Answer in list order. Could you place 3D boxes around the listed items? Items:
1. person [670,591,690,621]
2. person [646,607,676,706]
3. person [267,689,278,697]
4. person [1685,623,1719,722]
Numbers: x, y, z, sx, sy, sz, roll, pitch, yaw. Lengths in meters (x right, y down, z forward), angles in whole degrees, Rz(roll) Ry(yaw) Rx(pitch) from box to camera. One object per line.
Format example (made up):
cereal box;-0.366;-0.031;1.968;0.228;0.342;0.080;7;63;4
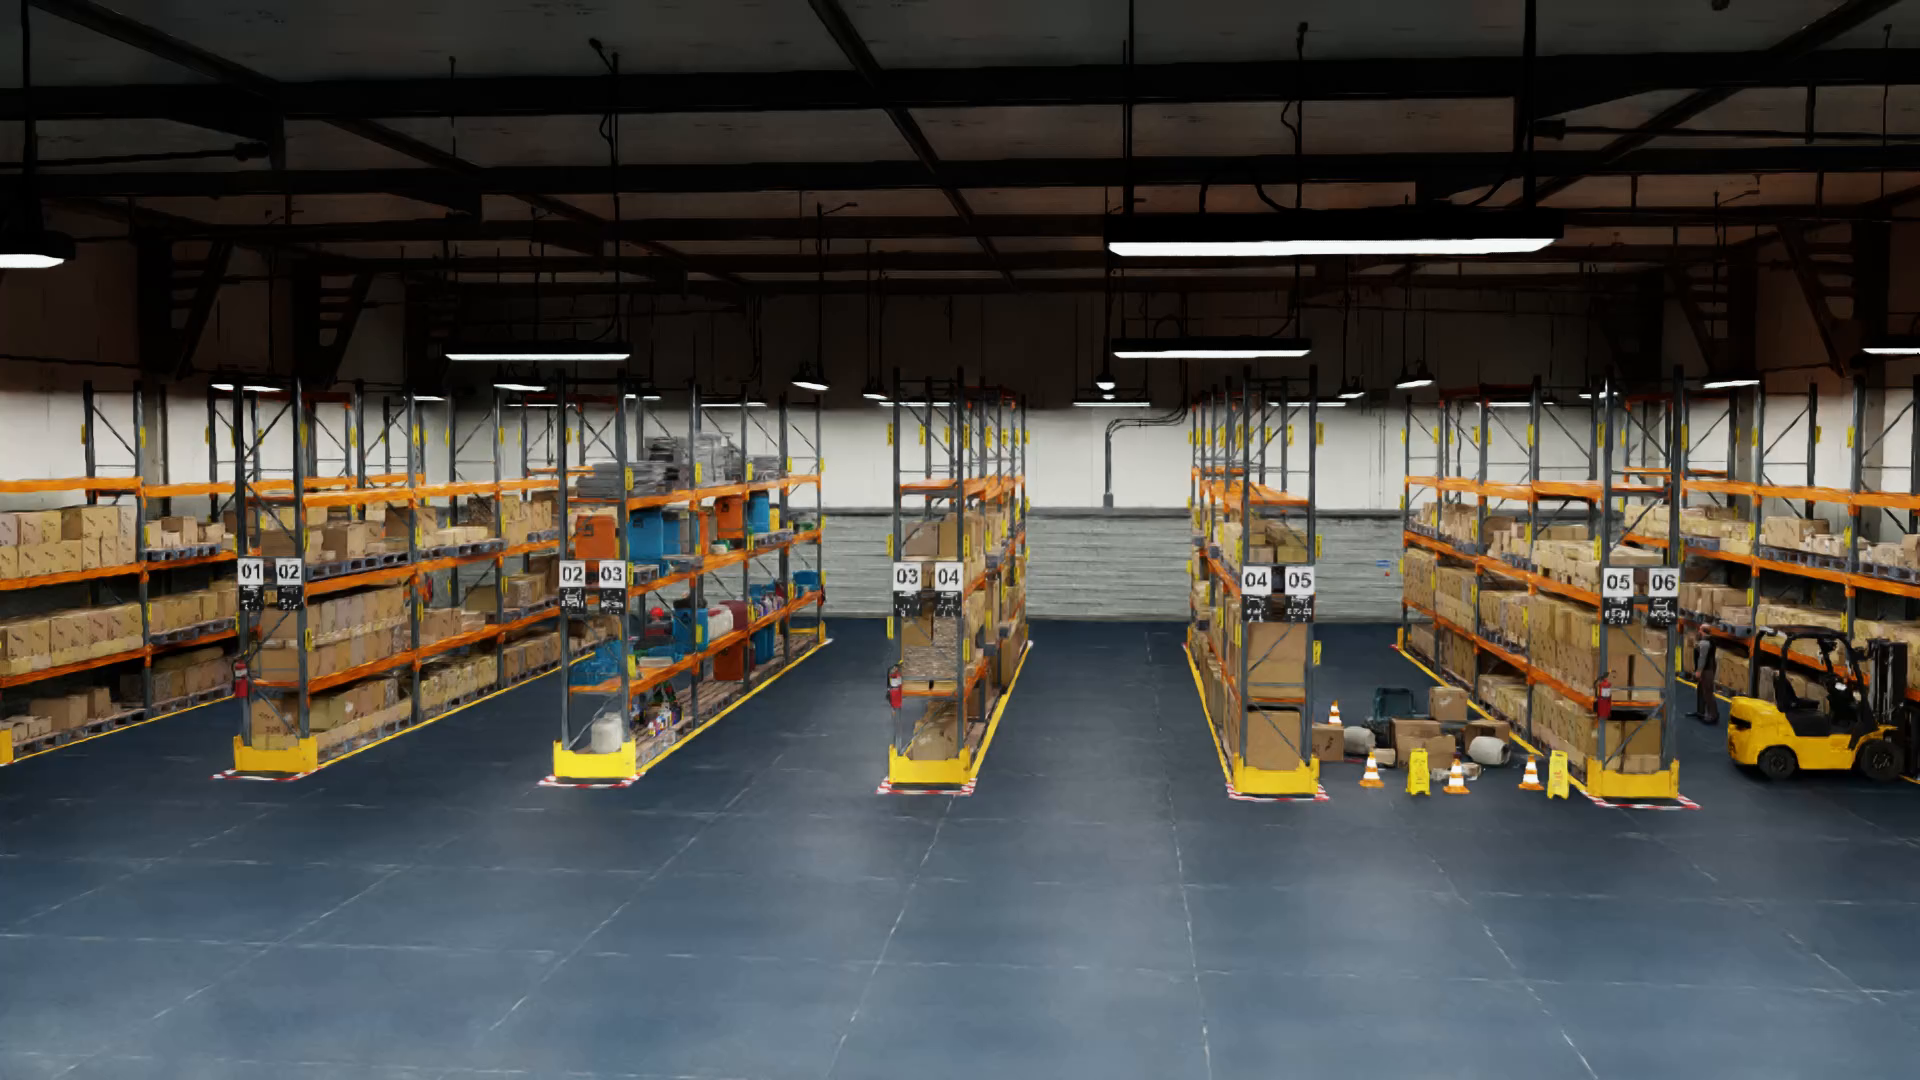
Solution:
person;-5.815;1.938;35.467;0.729;1.733;0.546;0;4;4
person;-5.330;2.076;29.592;0.546;1.783;0.643;-1;4;-11
person;-11.953;2.379;29.313;0.443;1.573;0.968;1;4;14
person;13.082;2.315;29.278;0.581;1.709;0.641;2;4;31
